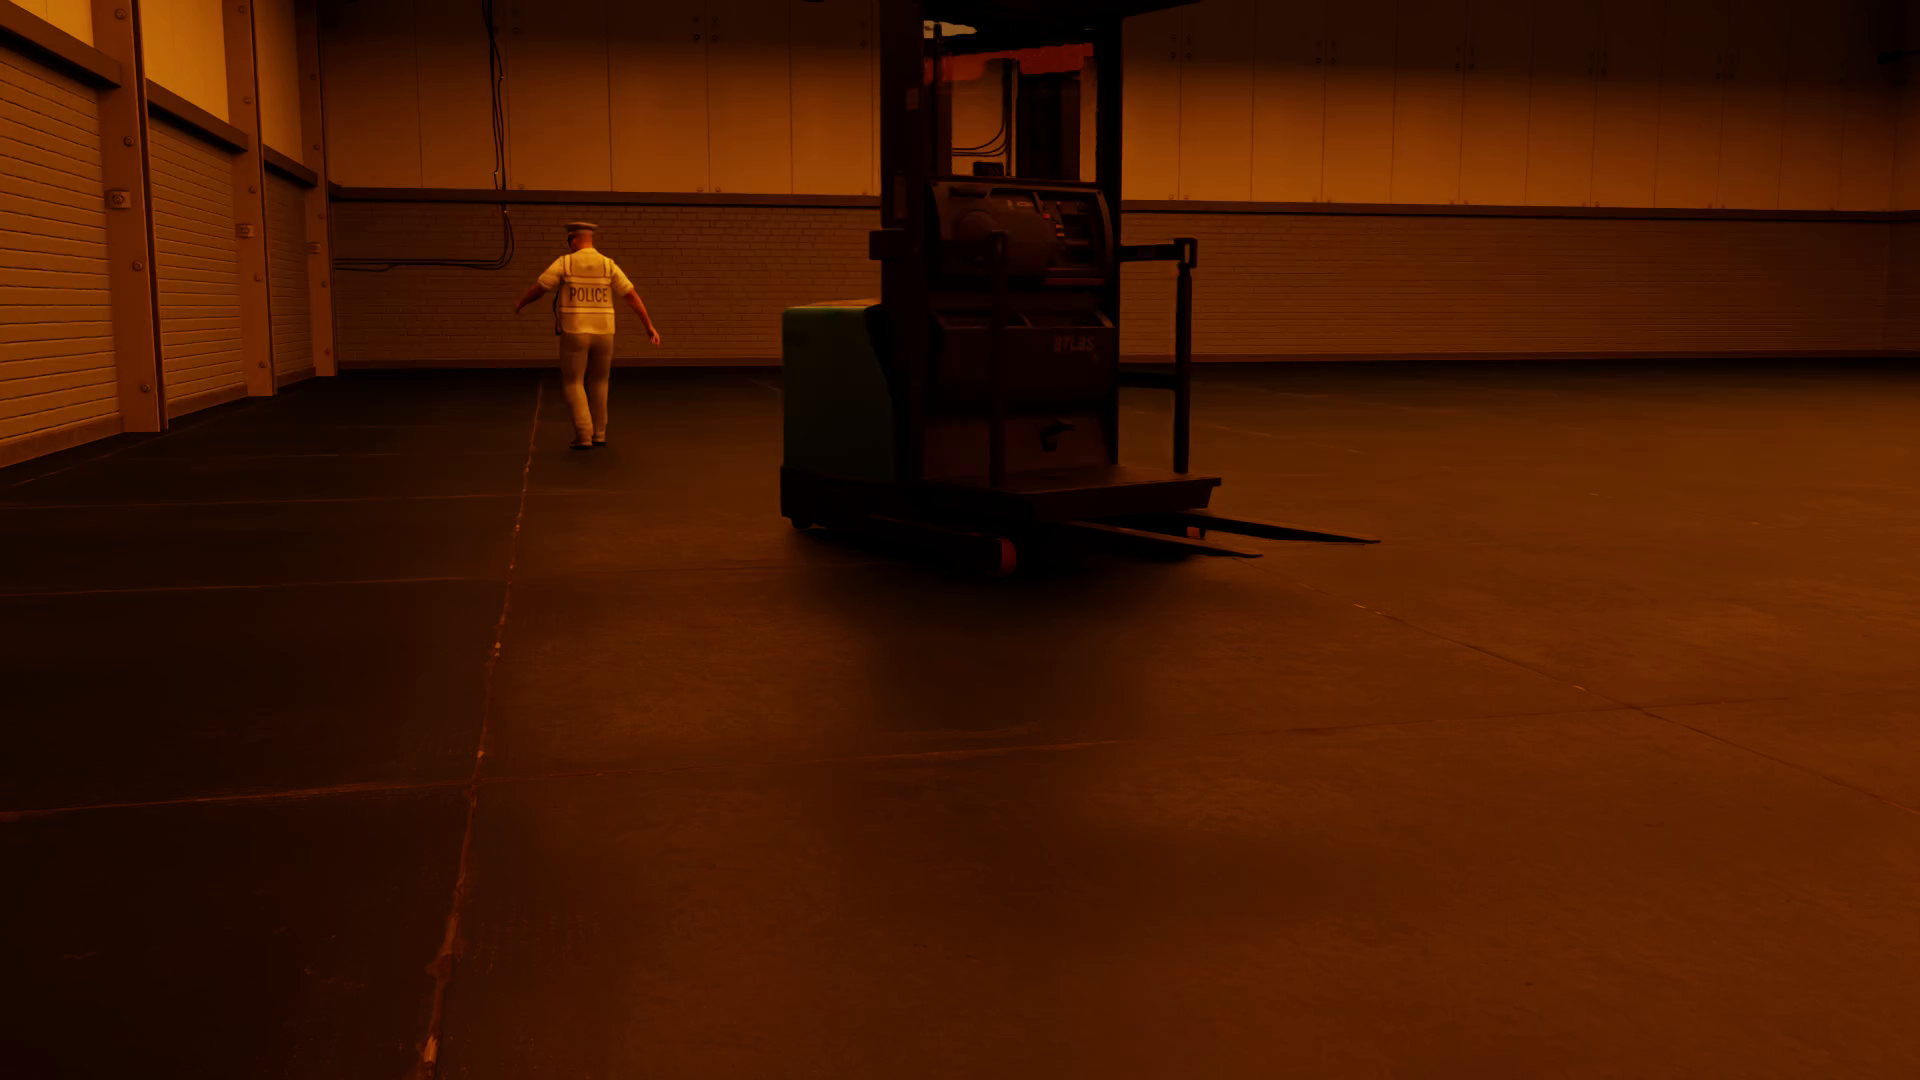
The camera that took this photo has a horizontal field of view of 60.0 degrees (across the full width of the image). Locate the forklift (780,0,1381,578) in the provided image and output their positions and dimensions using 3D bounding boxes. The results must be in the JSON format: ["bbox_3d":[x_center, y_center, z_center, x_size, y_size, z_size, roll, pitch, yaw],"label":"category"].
[{"bbox_3d":[0.396,-1.374,6.952,1.130,2.935,3.031,-6,10,-35],"label":"forklift"}]

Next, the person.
[{"bbox_3d":[-2.873,-1.579,12.872,0.990,1.728,0.732,-4,9,-27],"label":"person"}]
